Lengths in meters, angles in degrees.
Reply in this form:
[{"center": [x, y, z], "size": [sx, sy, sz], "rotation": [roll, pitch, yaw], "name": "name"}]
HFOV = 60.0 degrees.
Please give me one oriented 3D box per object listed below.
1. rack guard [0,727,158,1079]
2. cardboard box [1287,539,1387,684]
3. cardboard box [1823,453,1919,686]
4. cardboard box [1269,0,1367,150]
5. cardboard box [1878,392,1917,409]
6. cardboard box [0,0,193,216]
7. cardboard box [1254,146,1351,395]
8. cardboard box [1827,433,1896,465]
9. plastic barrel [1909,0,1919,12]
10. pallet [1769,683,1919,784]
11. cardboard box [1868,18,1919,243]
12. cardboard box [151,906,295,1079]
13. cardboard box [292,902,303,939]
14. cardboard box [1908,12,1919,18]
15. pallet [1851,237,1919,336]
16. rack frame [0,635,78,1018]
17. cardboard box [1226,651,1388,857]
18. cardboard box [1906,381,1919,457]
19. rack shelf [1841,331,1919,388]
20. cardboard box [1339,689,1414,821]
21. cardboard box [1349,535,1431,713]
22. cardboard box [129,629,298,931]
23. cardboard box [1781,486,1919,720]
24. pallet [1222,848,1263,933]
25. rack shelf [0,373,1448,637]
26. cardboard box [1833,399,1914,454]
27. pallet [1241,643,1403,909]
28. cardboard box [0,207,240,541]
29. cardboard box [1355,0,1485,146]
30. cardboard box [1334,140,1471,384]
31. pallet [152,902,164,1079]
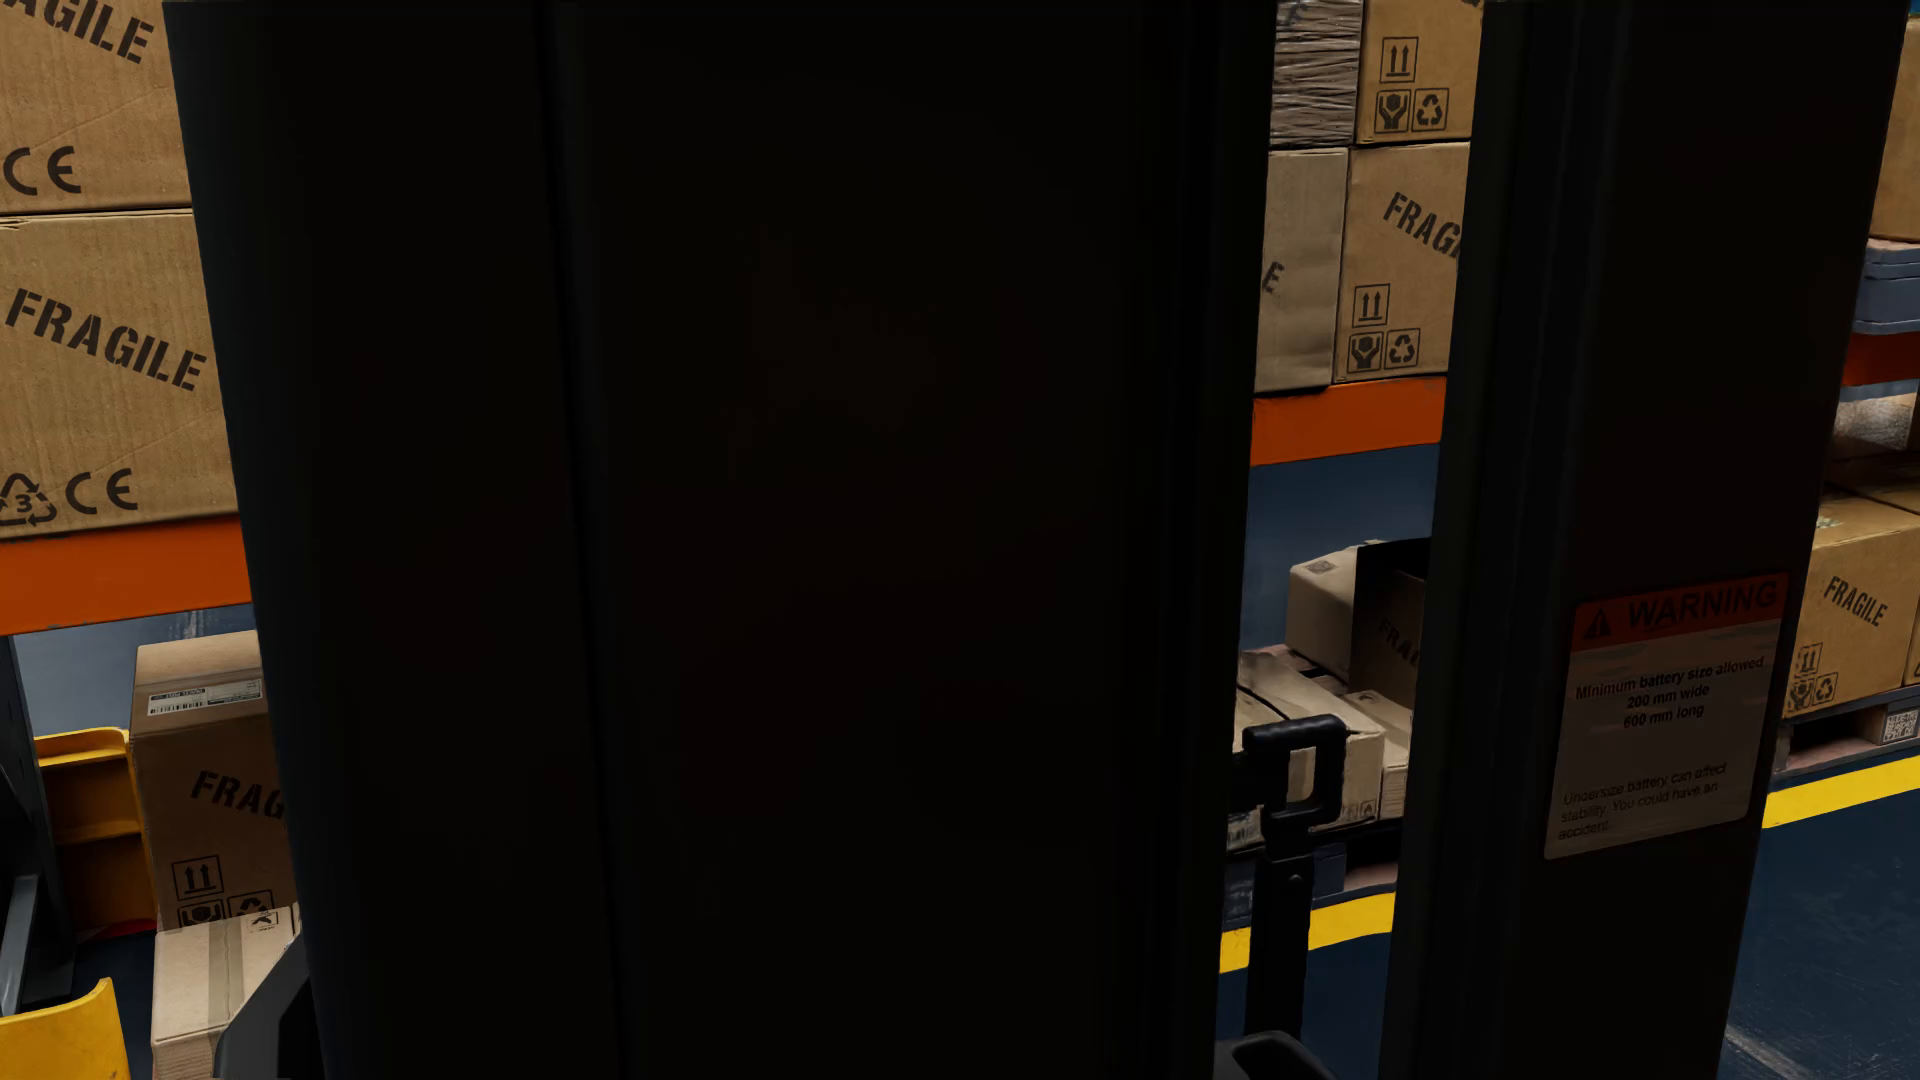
[{"center": [-1.832, 0.857, 3.336], "size": [0.348, 0.500, 1.175], "rotation": [-8, 21, -22], "name": "rack guard"}, {"center": [1.300, 0.212, 4.791], "size": [0.500, 0.311, 0.500], "rotation": [-8, 21, -22], "name": "cardboard box"}, {"center": [2.797, 0.070, 4.907], "size": [0.500, 0.500, 0.500], "rotation": [-8, 21, -21], "name": "cardboard box"}, {"center": [0.477, -1.077, 3.409], "size": [0.500, 0.500, 0.500], "rotation": [-8, 21, -21], "name": "cardboard box"}, {"center": [3.495, -0.215, 5.718], "size": [0.500, 0.500, 0.500], "rotation": [-9, 21, -24], "name": "cardboard box"}, {"center": [-1.390, -0.809, 2.647], "size": [0.500, 0.500, 0.500], "rotation": [-7, 21, -20], "name": "cardboard box"}, {"center": [0.470, -0.605, 3.573], "size": [0.500, 0.500, 0.500], "rotation": [-8, 21, -21], "name": "cardboard box"}, {"center": [2.568, -0.082, 5.339], "size": [0.500, 0.500, 0.500], "rotation": [-8, 21, -22], "name": "cardboard box"}, {"center": [6.684, -3.680, 11.702], "size": [0.708, 0.901, 0.600], "rotation": [-8, 21, -22], "name": "plastic barrel"}, {"center": [2.503, 0.358, 5.186], "size": [1.213, 0.211, 1.003], "rotation": [-8, 21, -22], "name": "pallet"}, {"center": [2.295, -1.078, 4.283], "size": [0.500, 0.500, 0.700], "rotation": [-17, 26, -40], "name": "cardboard box"}, {"center": [-1.381, 0.875, 3.151], "size": [0.250, 0.149, 0.380], "rotation": [-8, 21, -22], "name": "cardboard box"}, {"center": [-1.151, 0.834, 3.242], "size": [0.250, 0.166, 0.380], "rotation": [-8, 21, -22], "name": "cardboard box"}, {"center": [2.901, -1.188, 4.595], "size": [0.500, 0.500, 0.700], "rotation": [-5, 20, -13], "name": "cardboard box"}, {"center": [2.548, -0.820, 4.622], "size": [1.213, 0.211, 1.003], "rotation": [-8, 21, -22], "name": "pallet"}, {"center": [-1.902, -0.312, 2.892], "size": [0.127, 3.000, 1.000], "rotation": [-8, 21, -22], "name": "rack frame"}, {"center": [0.672, 0.482, 4.021], "size": [0.500, 0.311, 0.500], "rotation": [-8, 21, -22], "name": "cardboard box"}, {"center": [3.230, -0.341, 4.947], "size": [0.500, 0.250, 0.500], "rotation": [-8, 21, -22], "name": "cardboard box"}, {"center": [3.608, -0.762, 5.253], "size": [4.000, 0.370, 1.077], "rotation": [-8, 21, -22], "name": "rack shelf"}, {"center": [1.040, 0.528, 4.136], "size": [0.250, 0.149, 0.380], "rotation": [-8, 21, -22], "name": "cardboard box"}, {"center": [1.360, 0.295, 4.270], "size": [0.500, 0.500, 0.500], "rotation": [-8, 21, -22], "name": "cardboard box"}, {"center": [-1.500, 0.513, 3.651], "size": [0.500, 0.500, 0.500], "rotation": [-8, 21, -22], "name": "cardboard box"}, {"center": [2.312, 0.144, 4.698], "size": [0.500, 0.500, 0.500], "rotation": [-9, 21, -24], "name": "cardboard box"}, {"center": [0.018, 0.729, 4.134], "size": [1.213, 0.211, 1.003], "rotation": [-8, 21, -22], "name": "pallet"}, {"center": [-0.065, -0.236, 3.759], "size": [4.000, 0.370, 1.077], "rotation": [-8, 21, -22], "name": "rack shelf"}, {"center": [3.029, -0.147, 5.526], "size": [0.500, 0.500, 0.500], "rotation": [-8, 21, -21], "name": "cardboard box"}, {"center": [1.140, 0.567, 4.594], "size": [1.213, 0.211, 1.003], "rotation": [-8, 21, -22], "name": "pallet"}, {"center": [-1.390, -0.337, 2.813], "size": [0.500, 0.500, 0.500], "rotation": [-8, 21, -21], "name": "cardboard box"}, {"center": [0.940, -1.143, 3.597], "size": [0.500, 0.500, 0.500], "rotation": [-9, 21, -23], "name": "cardboard box"}, {"center": [0.941, -0.673, 3.767], "size": [0.500, 0.500, 0.500], "rotation": [-8, 21, -20], "name": "cardboard box"}, {"center": [-1.100, 0.888, 3.682], "size": [1.213, 0.211, 1.003], "rotation": [-8, 21, -22], "name": "pallet"}]
